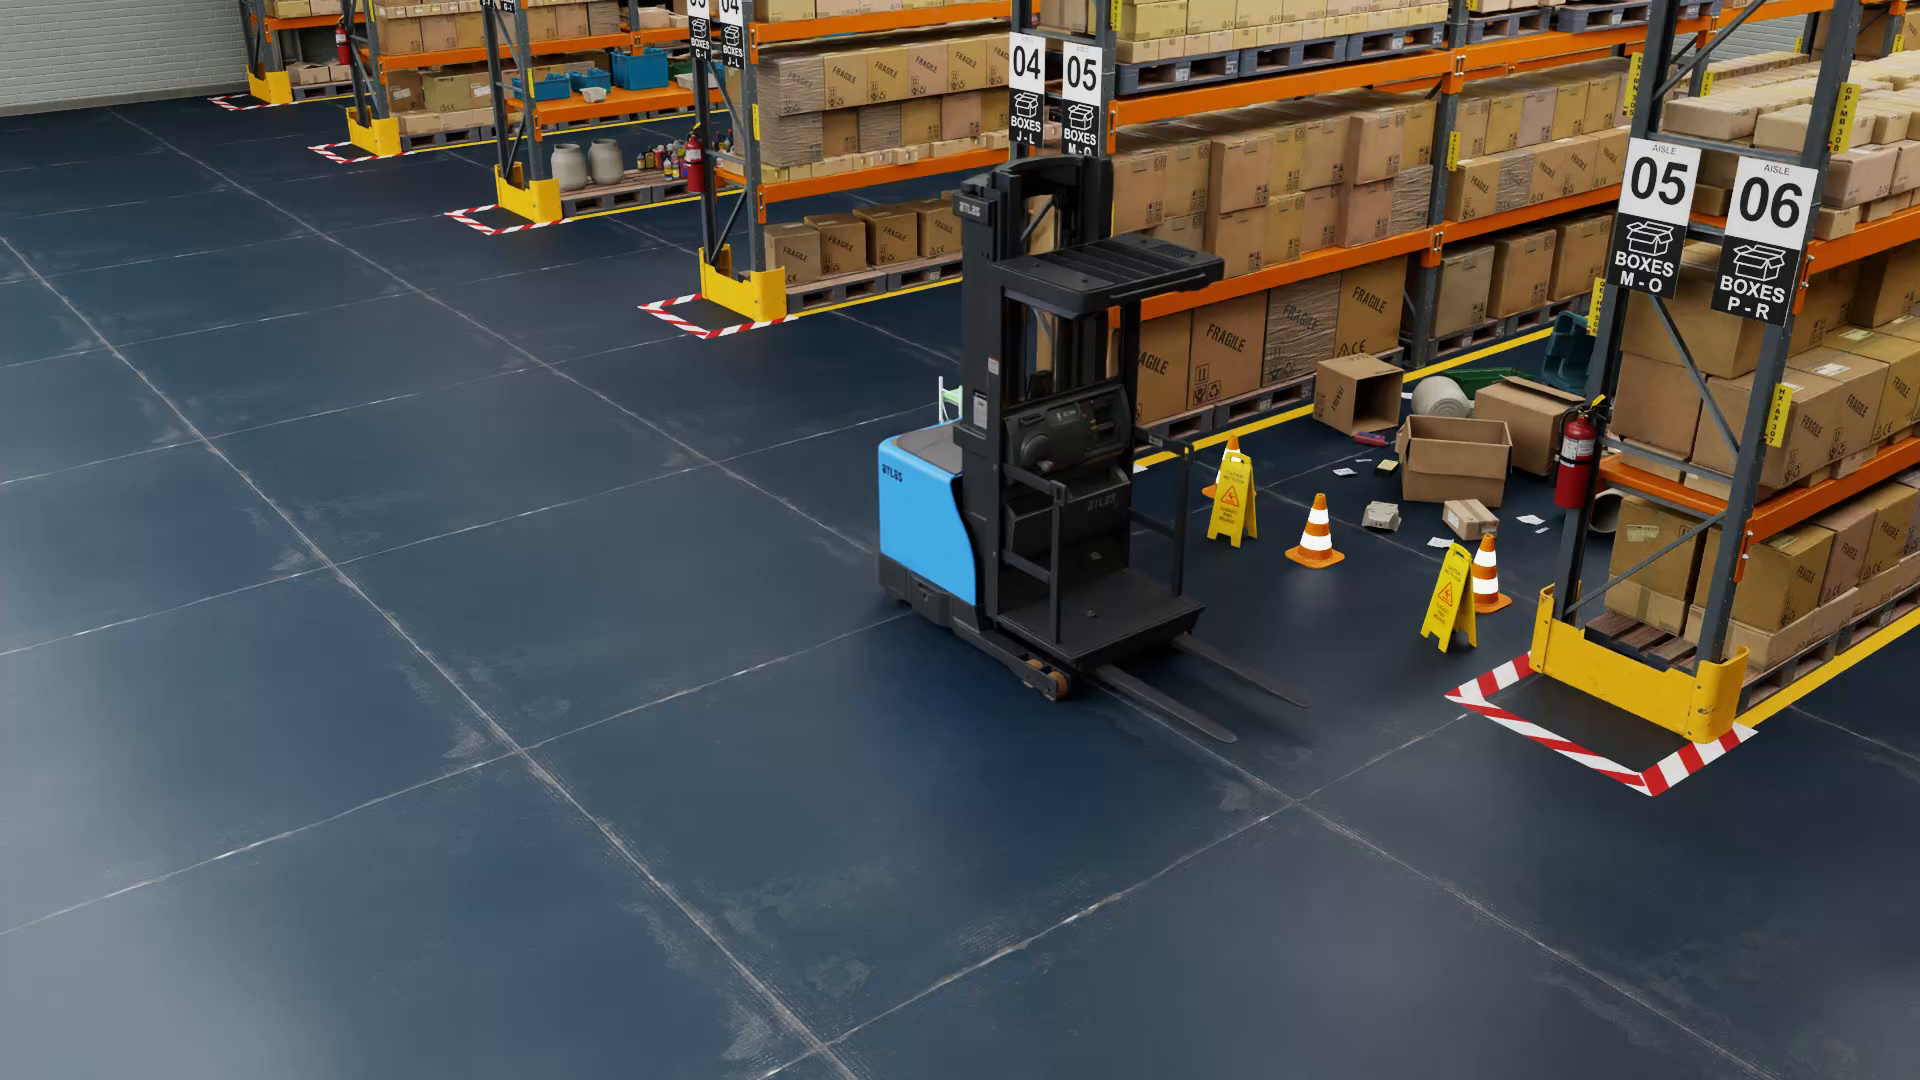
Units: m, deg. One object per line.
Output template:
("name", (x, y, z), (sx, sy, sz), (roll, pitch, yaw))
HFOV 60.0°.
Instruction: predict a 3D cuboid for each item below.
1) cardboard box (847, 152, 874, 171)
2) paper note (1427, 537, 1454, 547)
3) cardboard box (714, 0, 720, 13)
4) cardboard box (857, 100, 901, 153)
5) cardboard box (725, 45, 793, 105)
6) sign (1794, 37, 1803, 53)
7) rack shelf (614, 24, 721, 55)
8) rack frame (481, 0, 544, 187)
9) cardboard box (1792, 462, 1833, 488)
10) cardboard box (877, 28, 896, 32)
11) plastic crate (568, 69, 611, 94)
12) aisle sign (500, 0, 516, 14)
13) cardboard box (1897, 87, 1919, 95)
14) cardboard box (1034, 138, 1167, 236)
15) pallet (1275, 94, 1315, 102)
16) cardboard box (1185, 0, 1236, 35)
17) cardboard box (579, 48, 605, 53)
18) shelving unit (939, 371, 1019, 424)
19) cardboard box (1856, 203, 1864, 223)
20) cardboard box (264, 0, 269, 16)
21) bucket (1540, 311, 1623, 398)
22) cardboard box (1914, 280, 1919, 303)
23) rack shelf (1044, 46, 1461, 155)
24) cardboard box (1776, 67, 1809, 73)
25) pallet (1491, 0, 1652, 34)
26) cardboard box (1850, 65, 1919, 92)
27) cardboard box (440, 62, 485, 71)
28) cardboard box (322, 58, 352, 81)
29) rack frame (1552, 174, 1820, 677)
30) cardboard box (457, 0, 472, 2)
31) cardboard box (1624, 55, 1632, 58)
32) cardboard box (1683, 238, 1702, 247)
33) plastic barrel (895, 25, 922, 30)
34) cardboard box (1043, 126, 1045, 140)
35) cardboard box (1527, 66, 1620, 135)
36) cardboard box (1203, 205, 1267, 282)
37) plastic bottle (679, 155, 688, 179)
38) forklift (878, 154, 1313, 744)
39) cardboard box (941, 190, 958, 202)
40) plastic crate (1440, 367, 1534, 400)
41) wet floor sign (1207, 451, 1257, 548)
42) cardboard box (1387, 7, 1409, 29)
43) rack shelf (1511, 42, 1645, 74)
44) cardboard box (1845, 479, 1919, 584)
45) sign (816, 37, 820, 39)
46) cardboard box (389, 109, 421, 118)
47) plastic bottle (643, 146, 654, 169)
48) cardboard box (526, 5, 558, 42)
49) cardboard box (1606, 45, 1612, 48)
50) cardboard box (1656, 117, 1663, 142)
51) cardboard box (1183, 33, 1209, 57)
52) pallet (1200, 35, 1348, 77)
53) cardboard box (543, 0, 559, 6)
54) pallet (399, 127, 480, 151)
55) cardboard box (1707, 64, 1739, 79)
("cardboard box", (-1.080, -3.845, 16.770), (0.250, 0.149, 0.380), (-18, 31, -34))
("paper note", (3.379, 0.014, 11.684), (0.148, 0.019, 0.142), (15, 29, 29))
("cardboard box", (-2.029, -5.213, 16.034), (0.500, 0.250, 0.500), (-17, 30, -33))
("cardboard box", (-1.062, -4.310, 17.001), (0.500, 0.500, 0.875), (-18, 31, -34))
("cardboard box", (-1.971, -4.569, 16.372), (0.500, 0.500, 0.500), (-18, 31, -34))
("sign", (9.832, -5.729, 19.503), (0.005, 0.325, 0.100), (-18, 31, -34))
("rack shelf", (-3.640, -8.226, 26.765), (4.000, 0.370, 1.077), (-18, 31, -34))
("rack frame", (-5.308, -5.352, 19.718), (0.127, 3.000, 1.000), (-18, 31, -34))
("cardboard box", (4.707, -0.446, 9.446), (0.250, 0.149, 0.380), (-19, 31, -36))
("cardboard box", (-1.433, -8.814, 28.735), (0.500, 0.250, 0.500), (-17, 30, -32))
("plastic crate", (-4.584, -5.680, 20.602), (0.408, 0.251, 0.499), (-18, 31, -34))
("aisle sign", (-5.184, -6.415, 18.921), (0.004, 0.787, 0.394), (-18, 31, -34))
("cardboard box", (5.328, -2.354, 9.046), (0.250, 0.149, 0.380), (-17, 30, -33))
("cardboard box", (1.046, -2.683, 12.507), (0.550, 0.550, 0.875), (-18, 31, -34))
("pallet", (3.549, -5.481, 20.226), (1.003, 0.211, 1.213), (-18, 31, -34))
("cardboard box", (1.667, -3.877, 12.185), (0.500, 0.250, 0.500), (-19, 31, -35))
("cardboard box", (-6.902, -9.205, 30.467), (0.500, 0.500, 0.700), (-18, 30, -33))
("shelving unit", (0.130, -0.587, 11.590), (0.503, 1.200, 0.258), (-18, 31, -34))
("cardboard box", (4.476, -1.751, 8.695), (0.250, 0.149, 0.380), (-19, 31, -36))
("cardboard box", (-11.173, -8.760, 27.217), (0.500, 0.250, 0.500), (-18, 30, -33))
("bucket", (5.193, -1.486, 13.472), (0.620, 0.611, 0.726), (2, 23, -21))
("cardboard box", (5.704, -1.811, 10.430), (0.500, 0.500, 0.700), (-19, 31, -35))
("rack shelf", (2.304, -3.595, 13.225), (4.000, 0.370, 1.077), (-18, 31, -34))
("cardboard box", (9.160, -5.069, 18.201), (0.250, 0.149, 0.380), (-19, 31, -36))
("pallet", (5.673, -4.918, 15.445), (1.213, 0.211, 1.003), (-17, 30, -32))
("cardboard box", (5.390, -2.670, 9.729), (0.250, 0.149, 0.380), (-18, 30, -33))
("cardboard box", (-7.345, -6.779, 24.671), (0.500, 0.500, 0.500), (-18, 31, -34))
("cardboard box", (-10.372, -7.911, 27.905), (0.500, 0.311, 0.500), (-15, 29, -30))
("rack frame", (3.864, -0.428, 9.109), (0.127, 3.000, 1.000), (-18, 31, -34))
("cardboard box", (-7.138, -8.028, 23.824), (0.500, 0.500, 0.700), (-18, 30, -34))
("cardboard box", (9.885, -6.901, 25.081), (0.875, 0.875, 0.875), (-18, 31, -34))
("cardboard box", (7.739, -3.275, 17.715), (0.500, 0.500, 0.500), (-20, 31, -36))
("plastic barrel", (-0.695, -6.819, 22.718), (0.433, 0.535, 0.433), (0, 25, 0))
("cardboard box", (0.706, -4.421, 18.011), (0.250, 0.149, 0.380), (-18, 31, -34))
("cardboard box", (5.866, -4.239, 16.015), (0.500, 0.500, 0.700), (-19, 31, -35))
("cardboard box", (1.931, -2.475, 13.341), (0.550, 0.550, 0.875), (-18, 31, -34))
("plastic bottle", (-3.499, -4.739, 21.103), (0.133, 0.283, 0.061), (-18, 30, -33))
("forklift", (0.771, -0.627, 9.620), (1.130, 2.935, 3.031), (-18, 31, -34))
("cardboard box", (0.111, -3.564, 18.338), (0.500, 0.500, 0.500), (-9, 26, -18))
("plastic crate", (4.549, -1.352, 14.372), (0.662, 0.188, 0.450), (-3, 15, -7))
("wet floor sign", (1.929, -0.310, 11.652), (0.267, 0.644, 0.232), (21, 32, 37))
("cardboard box", (3.387, -4.229, 13.417), (0.250, 0.149, 0.380), (-18, 30, -33))
("rack shelf", (8.765, -7.021, 24.170), (4.000, 0.370, 1.077), (-18, 31, -34))
("cardboard box", (5.496, -0.100, 10.280), (0.500, 0.500, 0.500), (-18, 30, -33))
("sign", (-1.829, -6.331, 21.499), (0.005, 0.325, 0.100), (-18, 31, -34))
("cardboard box", (-8.122, -6.174, 24.257), (0.500, 0.250, 0.500), (-18, 31, -34))
("plastic bottle", (-4.052, -4.978, 21.616), (0.133, 0.283, 0.061), (-17, 30, -33))
("cardboard box", (-6.367, -7.692, 24.643), (0.500, 0.500, 0.700), (-18, 30, -33))
("cardboard box", (9.256, -7.218, 24.038), (0.250, 0.149, 0.380), (-18, 30, -34))
("cardboard box", (6.836, -3.959, 16.598), (0.500, 0.500, 0.500), (-18, 31, -34))
("cardboard box", (1.595, -3.638, 12.143), (0.250, 0.149, 0.380), (-18, 30, -34))
("pallet", (2.268, -3.877, 13.082), (1.213, 0.211, 1.003), (-18, 31, -34))
("cardboard box", (-6.097, -7.967, 24.463), (0.250, 0.149, 0.380), (-18, 31, -34))
("pallet", (-7.785, -5.941, 24.300), (1.213, 0.211, 1.003), (-18, 31, -34))
("cardboard box", (8.352, -5.148, 18.371), (0.250, 0.149, 0.380), (-17, 30, -33))
